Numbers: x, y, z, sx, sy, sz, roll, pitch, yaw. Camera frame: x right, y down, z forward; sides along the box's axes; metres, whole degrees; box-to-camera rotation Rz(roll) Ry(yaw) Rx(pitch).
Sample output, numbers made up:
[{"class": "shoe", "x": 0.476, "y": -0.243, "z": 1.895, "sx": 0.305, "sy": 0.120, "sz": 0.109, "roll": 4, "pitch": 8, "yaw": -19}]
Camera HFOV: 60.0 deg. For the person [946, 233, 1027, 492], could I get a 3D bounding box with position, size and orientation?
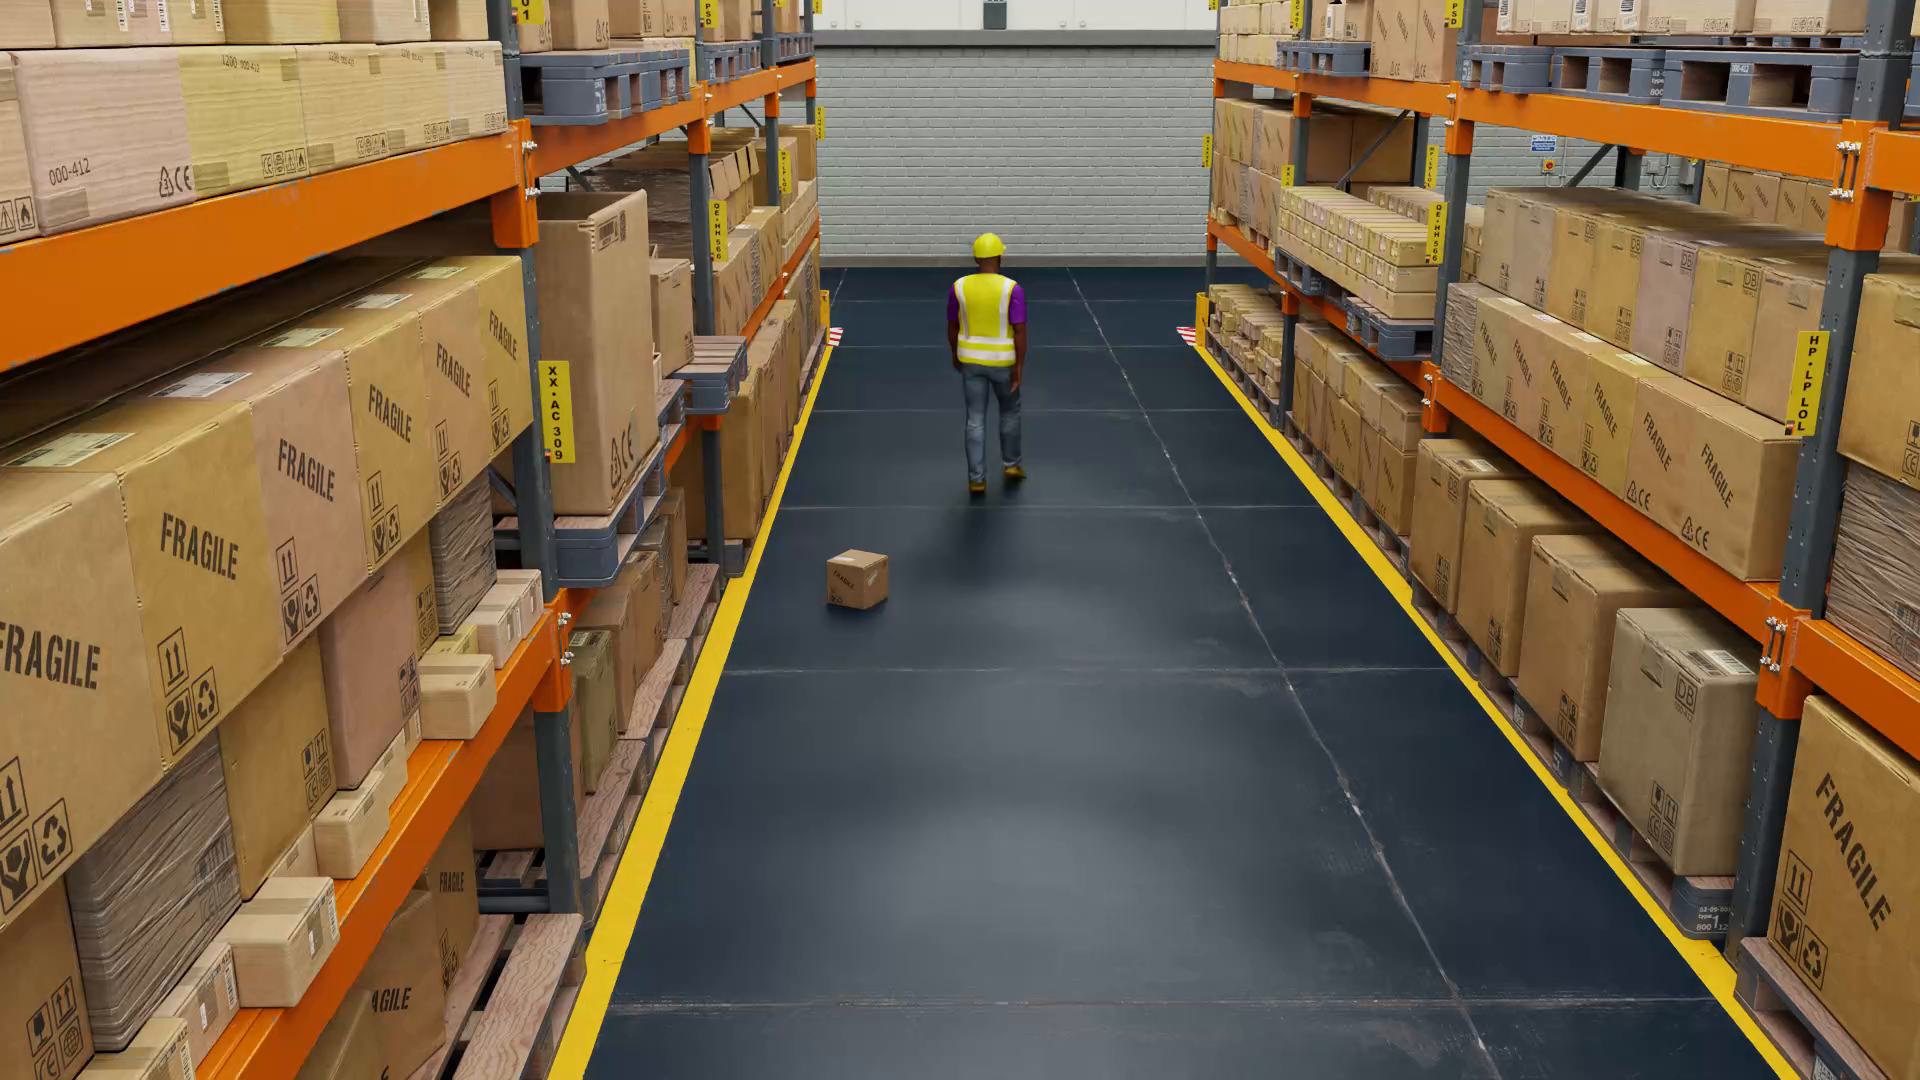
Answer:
[{"class": "person", "x": 0.206, "y": -1.225, "z": 11.531, "sx": 0.588, "sy": 1.802, "sz": 0.765, "roll": 4, "pitch": 17, "yaw": 12}]
